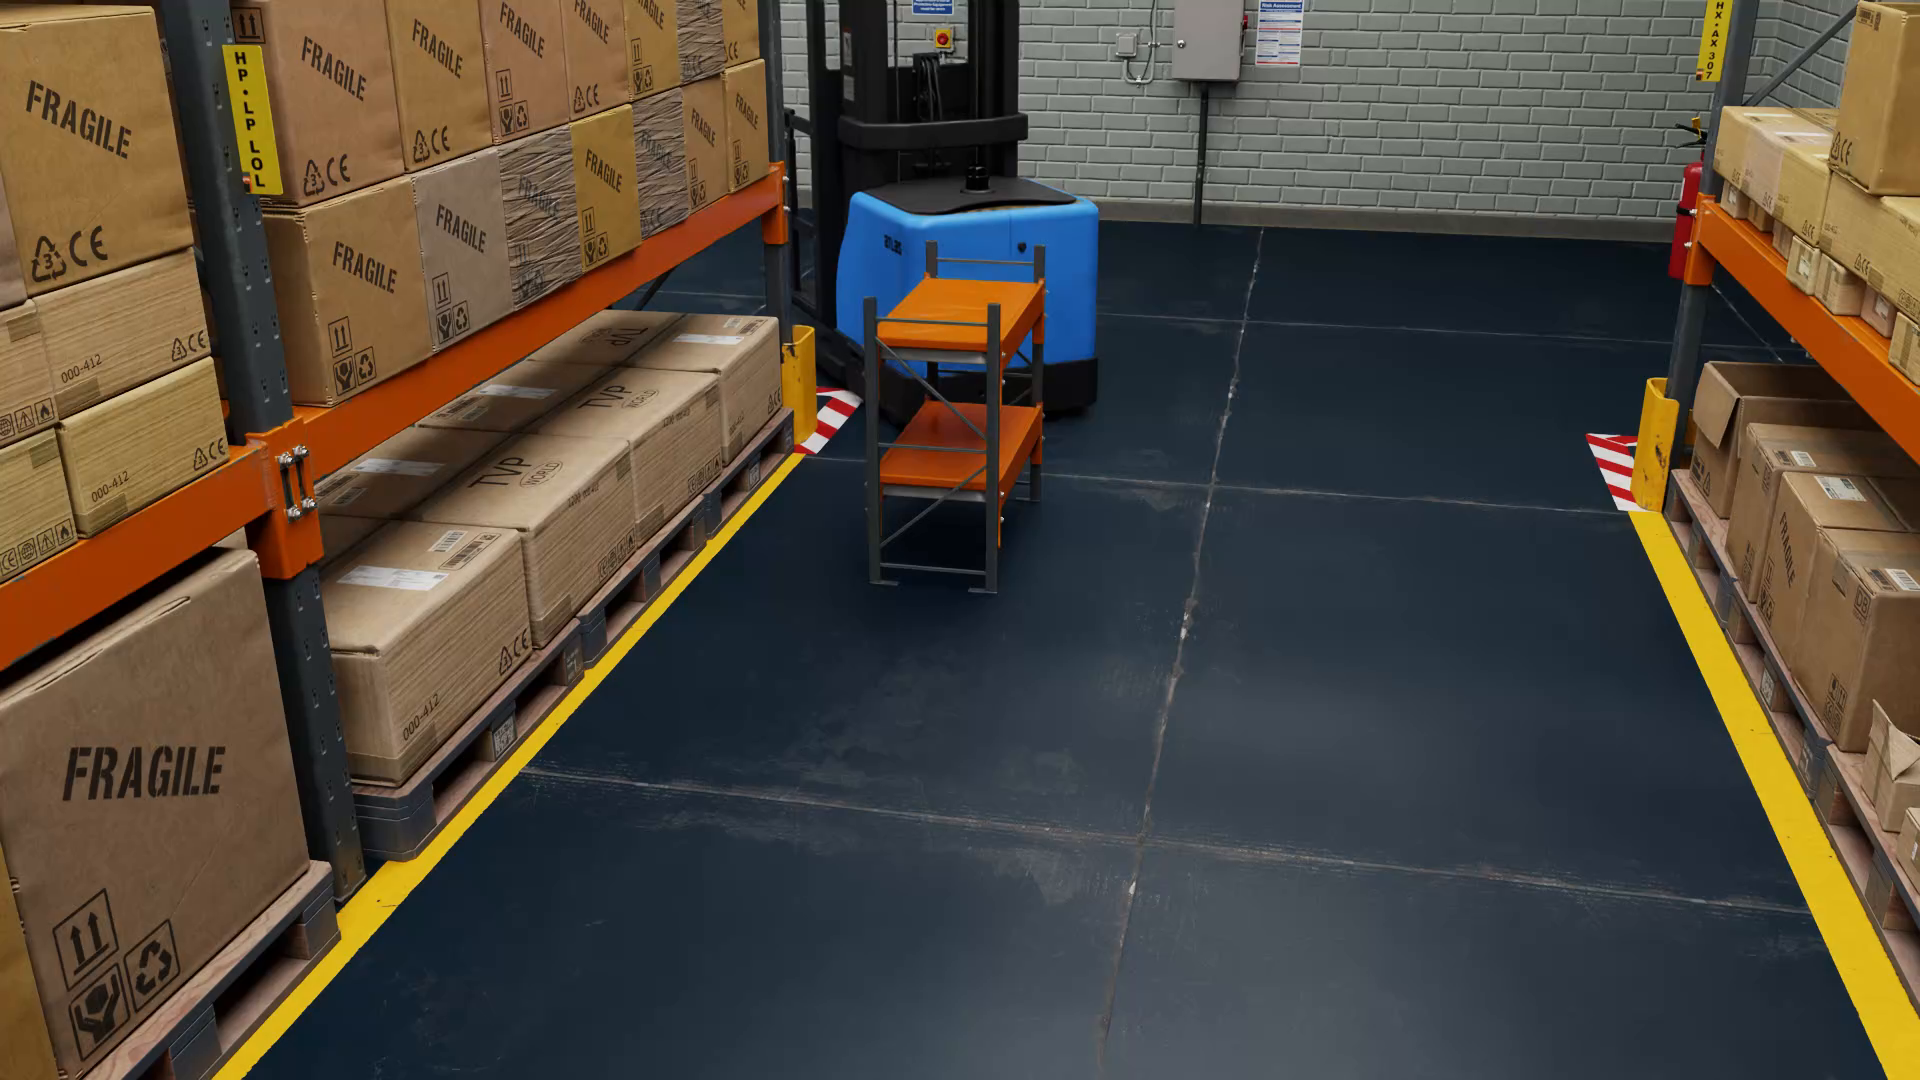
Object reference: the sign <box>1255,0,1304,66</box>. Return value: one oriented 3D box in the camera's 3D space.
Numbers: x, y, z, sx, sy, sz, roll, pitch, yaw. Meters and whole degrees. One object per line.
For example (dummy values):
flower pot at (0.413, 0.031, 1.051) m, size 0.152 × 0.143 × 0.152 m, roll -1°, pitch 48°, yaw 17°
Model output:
sign at (2.375, -3.784, 12.362) m, size 0.329 × 0.494 × 0.001 m, roll 4°, pitch 22°, yaw 11°

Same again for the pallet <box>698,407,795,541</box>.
pallet at (-1.391, -0.348, 7.435) m, size 1.003 × 0.211 × 1.213 m, roll 4°, pitch 22°, yaw 11°

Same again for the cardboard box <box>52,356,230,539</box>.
cardboard box at (-1.966, -0.224, 3.595) m, size 0.500 × 0.250 × 0.500 m, roll 4°, pitch 22°, yaw 10°

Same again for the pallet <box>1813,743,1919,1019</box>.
pallet at (2.880, 0.943, 4.231) m, size 1.003 × 0.211 × 1.213 m, roll 4°, pitch 22°, yaw 11°

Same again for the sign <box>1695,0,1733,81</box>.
sign at (3.024, -2.006, 6.659) m, size 0.100 × 0.325 × 0.005 m, roll 4°, pitch 22°, yaw 11°

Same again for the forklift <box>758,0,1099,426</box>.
forklift at (-0.365, -2.418, 8.933) m, size 1.130 × 2.935 × 3.031 m, roll -9°, pitch 24°, yaw -22°

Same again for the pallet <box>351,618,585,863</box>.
pallet at (-1.889, 0.545, 5.219) m, size 1.003 × 0.211 × 1.213 m, roll 4°, pitch 22°, yaw 11°

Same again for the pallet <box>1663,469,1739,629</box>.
pallet at (3.378, 0.050, 6.446) m, size 1.003 × 0.211 × 1.213 m, roll 4°, pitch 22°, yaw 11°

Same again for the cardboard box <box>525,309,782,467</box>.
cardboard box at (-1.342, -0.697, 7.437) m, size 0.875 × 0.438 × 0.875 m, roll 4°, pitch 22°, yaw 9°

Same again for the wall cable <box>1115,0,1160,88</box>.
wall cable at (1.214, -4.371, 12.332) m, size 0.588 × 1.984 × 0.122 m, roll 4°, pitch 22°, yaw 11°

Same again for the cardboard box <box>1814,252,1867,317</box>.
cardboard box at (2.874, -0.782, 5.116) m, size 0.380 × 0.149 × 0.250 m, roll 5°, pitch 22°, yaw 12°

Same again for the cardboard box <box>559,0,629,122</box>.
cardboard box at (-1.457, -1.698, 5.581) m, size 0.500 × 0.500 × 0.500 m, roll 4°, pitch 22°, yaw 11°

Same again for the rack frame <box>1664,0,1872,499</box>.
rack frame at (3.555, -1.563, 6.719) m, size 1.000 × 3.000 × 0.127 m, roll 4°, pitch 22°, yaw 11°

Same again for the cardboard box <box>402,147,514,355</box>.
cardboard box at (-1.662, -0.859, 4.836) m, size 0.500 × 0.500 × 0.500 m, roll 5°, pitch 22°, yaw 11°

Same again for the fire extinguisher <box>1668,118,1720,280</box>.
fire extinguisher at (3.133, -1.443, 7.024) m, size 0.296 × 0.674 × 0.183 m, roll 4°, pitch 22°, yaw 11°

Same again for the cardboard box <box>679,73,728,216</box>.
cardboard box at (-1.261, -1.607, 6.695) m, size 0.500 × 0.500 × 0.500 m, roll 4°, pitch 22°, yaw 10°

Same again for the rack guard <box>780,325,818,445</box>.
rack guard at (-1.300, -0.789, 8.144) m, size 1.175 × 0.500 × 0.348 m, roll 4°, pitch 22°, yaw 11°

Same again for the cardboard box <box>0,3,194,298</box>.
cardboard box at (-1.966, -0.805, 3.364) m, size 0.500 × 0.500 × 0.500 m, roll 5°, pitch 23°, yaw 13°

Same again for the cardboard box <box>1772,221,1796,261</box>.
cardboard box at (3.082, -1.064, 5.816) m, size 0.380 × 0.149 × 0.250 m, roll 5°, pitch 23°, yaw 13°

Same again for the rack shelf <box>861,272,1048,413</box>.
rack shelf at (0.001, -0.796, 6.540) m, size 0.538 × 0.278 × 1.000 m, roll 4°, pitch 22°, yaw 11°

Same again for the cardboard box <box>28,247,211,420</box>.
cardboard box at (-1.973, -0.459, 3.511) m, size 0.500 × 0.250 × 0.500 m, roll 4°, pitch 22°, yaw 11°

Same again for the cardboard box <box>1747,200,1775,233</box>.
cardboard box at (3.213, -1.250, 6.279) m, size 0.380 × 0.149 × 0.250 m, roll 5°, pitch 22°, yaw 12°

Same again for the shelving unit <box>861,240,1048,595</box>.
shelving unit at (0.001, -0.524, 6.650) m, size 0.538 × 1.125 × 1.048 m, roll 4°, pitch 22°, yaw 11°

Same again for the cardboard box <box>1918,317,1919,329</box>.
cardboard box at (2.692, -0.557, 4.025) m, size 0.500 × 0.250 × 0.500 m, roll 5°, pitch 22°, yaw 11°

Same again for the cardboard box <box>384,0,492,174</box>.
cardboard box at (-1.678, -1.327, 4.661) m, size 0.500 × 0.500 × 0.500 m, roll 4°, pitch 22°, yaw 10°

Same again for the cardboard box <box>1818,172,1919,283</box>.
cardboard box at (2.913, -0.927, 4.943) m, size 0.500 × 0.250 × 0.500 m, roll 4°, pitch 22°, yaw 10°

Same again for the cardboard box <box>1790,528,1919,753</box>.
cardboard box at (2.913, 0.308, 4.858) m, size 0.700 × 0.500 × 0.500 m, roll 4°, pitch 22°, yaw 9°

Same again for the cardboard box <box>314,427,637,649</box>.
cardboard box at (-1.706, -0.032, 5.786) m, size 0.875 × 0.438 × 0.875 m, roll 4°, pitch 22°, yaw 9°

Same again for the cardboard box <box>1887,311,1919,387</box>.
cardboard box at (2.723, -0.502, 4.422) m, size 0.380 × 0.149 × 0.250 m, roll 4°, pitch 22°, yaw 10°

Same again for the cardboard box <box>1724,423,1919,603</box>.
cardboard box at (3.125, -0.072, 5.801) m, size 0.700 × 0.500 × 0.500 m, roll 5°, pitch 23°, yaw 13°

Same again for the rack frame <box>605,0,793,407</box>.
rack frame at (-1.305, -1.940, 7.655) m, size 1.000 × 3.000 × 0.127 m, roll 4°, pitch 22°, yaw 11°

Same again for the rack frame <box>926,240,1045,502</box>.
rack frame at (0.105, -0.710, 7.111) m, size 0.500 × 1.125 × 0.032 m, roll 4°, pitch 22°, yaw 11°

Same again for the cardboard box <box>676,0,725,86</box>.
cardboard box at (-1.248, -2.062, 6.486) m, size 0.500 × 0.500 × 0.500 m, roll 5°, pitch 22°, yaw 11°

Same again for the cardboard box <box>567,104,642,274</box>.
cardboard box at (-1.449, -1.228, 5.755) m, size 0.500 × 0.500 × 0.500 m, roll 5°, pitch 22°, yaw 13°

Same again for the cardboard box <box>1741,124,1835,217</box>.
cardboard box at (3.096, -1.301, 5.872) m, size 0.500 × 0.250 × 0.500 m, roll 5°, pitch 22°, yaw 11°

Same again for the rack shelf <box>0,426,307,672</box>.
rack shelf at (-2.529, 0.588, 2.341) m, size 1.077 × 0.370 × 4.000 m, roll 4°, pitch 22°, yaw 11°

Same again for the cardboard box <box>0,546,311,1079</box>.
cardboard box at (-2.169, 0.547, 3.763) m, size 0.875 × 0.875 × 0.875 m, roll 5°, pitch 23°, yaw 13°

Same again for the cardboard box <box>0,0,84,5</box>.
cardboard box at (-2.295, -1.181, 4.298) m, size 0.500 × 0.500 × 0.500 m, roll 4°, pitch 22°, yaw 10°

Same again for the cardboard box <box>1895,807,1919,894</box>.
cardboard box at (2.565, 0.802, 4.102) m, size 0.380 × 0.149 × 0.250 m, roll 4°, pitch 22°, yaw 9°
